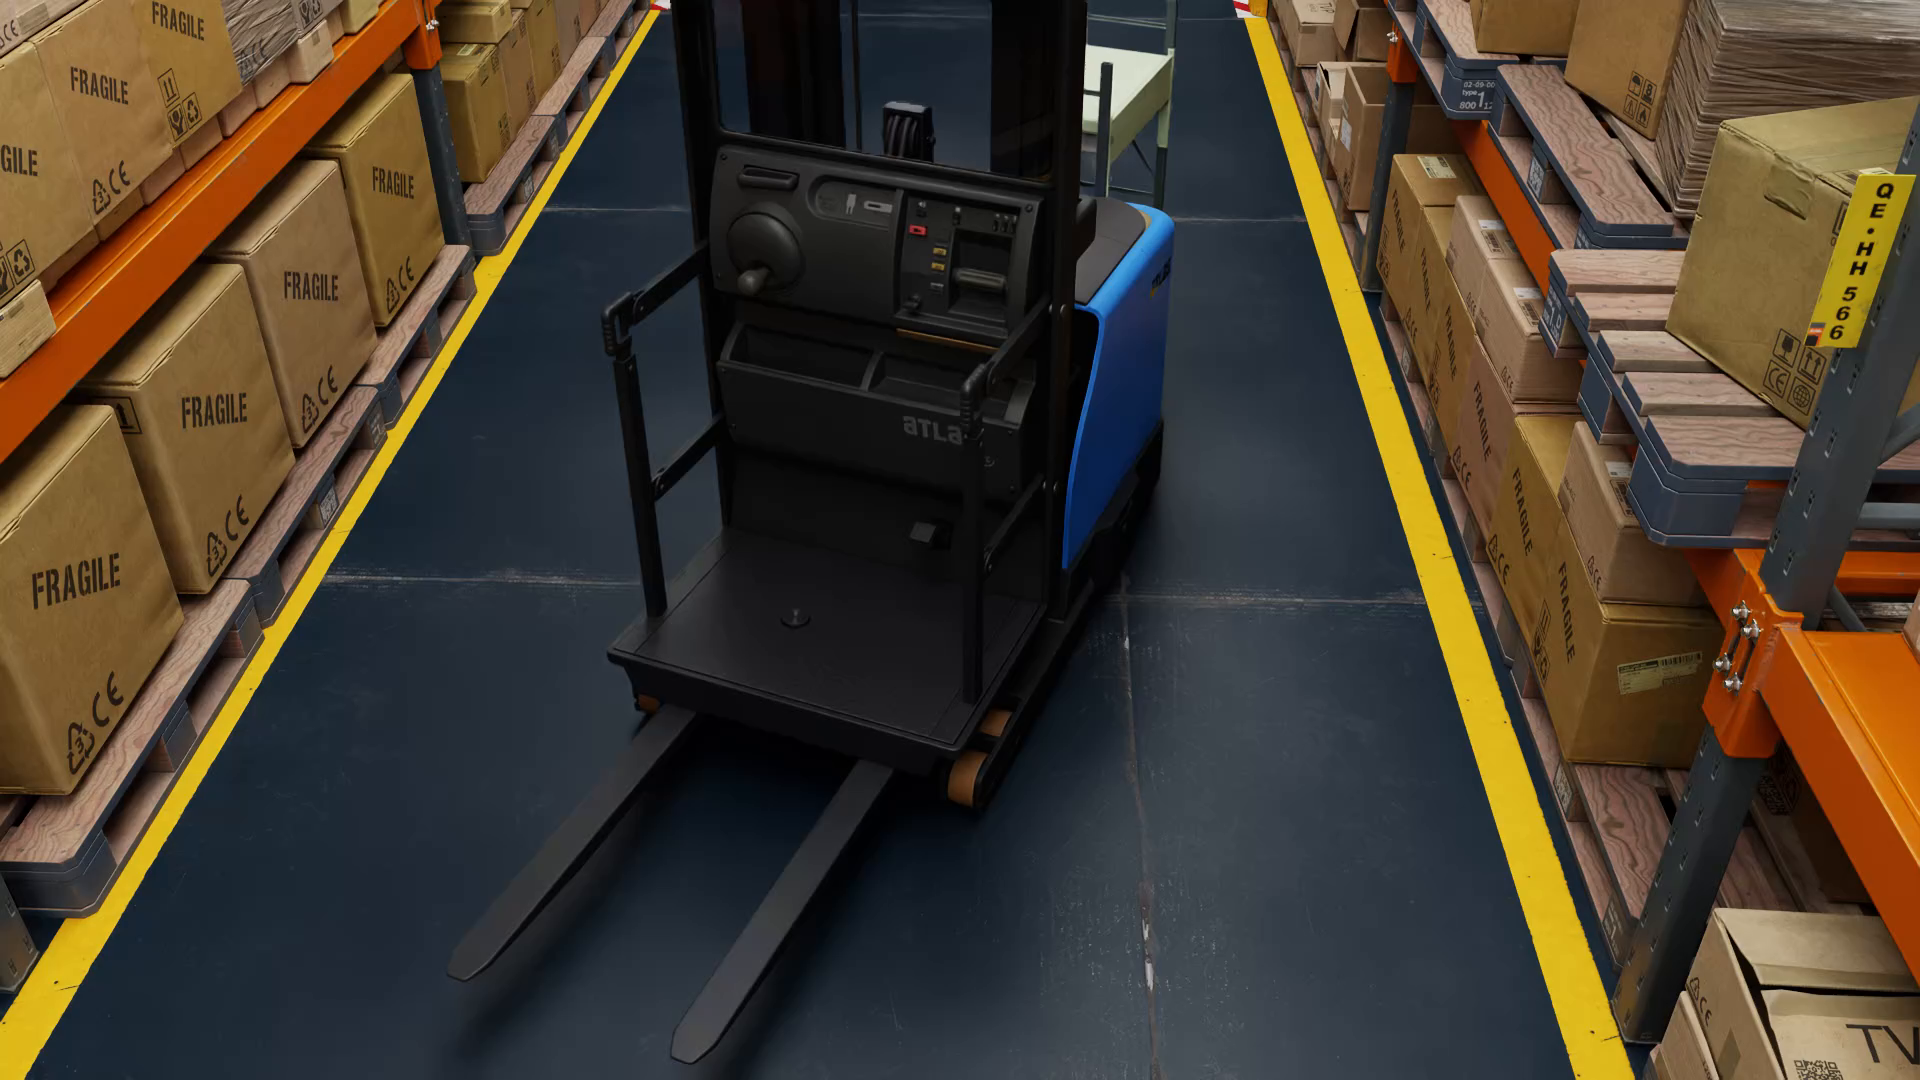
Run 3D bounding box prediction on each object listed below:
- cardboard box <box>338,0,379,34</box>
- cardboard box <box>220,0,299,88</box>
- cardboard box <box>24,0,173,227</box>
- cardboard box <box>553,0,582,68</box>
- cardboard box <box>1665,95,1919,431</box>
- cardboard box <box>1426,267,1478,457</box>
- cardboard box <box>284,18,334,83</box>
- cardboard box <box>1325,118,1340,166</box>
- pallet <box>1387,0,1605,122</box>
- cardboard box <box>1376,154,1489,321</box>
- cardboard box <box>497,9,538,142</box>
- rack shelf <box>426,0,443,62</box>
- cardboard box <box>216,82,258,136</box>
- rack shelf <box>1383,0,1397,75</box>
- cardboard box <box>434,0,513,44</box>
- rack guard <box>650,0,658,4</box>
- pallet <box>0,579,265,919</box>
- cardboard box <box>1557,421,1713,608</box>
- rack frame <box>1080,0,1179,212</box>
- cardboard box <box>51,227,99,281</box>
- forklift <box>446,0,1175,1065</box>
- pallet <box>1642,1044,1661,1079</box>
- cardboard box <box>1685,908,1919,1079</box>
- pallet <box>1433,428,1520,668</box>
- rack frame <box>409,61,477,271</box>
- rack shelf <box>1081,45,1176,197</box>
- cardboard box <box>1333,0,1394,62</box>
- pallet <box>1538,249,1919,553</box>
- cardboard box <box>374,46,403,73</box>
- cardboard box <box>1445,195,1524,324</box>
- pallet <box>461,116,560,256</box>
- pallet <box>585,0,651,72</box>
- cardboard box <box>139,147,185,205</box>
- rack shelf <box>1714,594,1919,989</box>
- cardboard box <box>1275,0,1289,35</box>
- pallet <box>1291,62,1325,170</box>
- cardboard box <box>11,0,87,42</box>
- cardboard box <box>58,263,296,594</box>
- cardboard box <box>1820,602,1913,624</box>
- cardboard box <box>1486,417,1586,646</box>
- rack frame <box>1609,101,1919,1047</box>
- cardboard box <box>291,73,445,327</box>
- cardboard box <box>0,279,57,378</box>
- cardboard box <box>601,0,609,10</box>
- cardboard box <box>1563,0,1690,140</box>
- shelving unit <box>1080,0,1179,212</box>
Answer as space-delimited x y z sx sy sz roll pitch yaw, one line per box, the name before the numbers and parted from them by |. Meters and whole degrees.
cardboard box | -2.403 -2.000 6.189 0.380 0.149 0.250 2 35 3
cardboard box | -2.491 -1.759 5.282 0.500 0.500 0.500 1 35 2
cardboard box | -2.519 -1.173 4.447 0.500 0.500 0.500 1 35 2
cardboard box | -2.492 -2.908 9.087 0.700 0.500 0.500 0 35 0
cardboard box | 2.016 -0.608 3.554 0.700 0.500 0.500 -10 36 -14
cardboard box | 1.964 -0.620 5.815 0.500 0.500 0.500 2 35 2
cardboard box | -2.410 -1.700 5.761 0.380 0.149 0.250 1 35 2
cardboard box | 1.959 -1.893 7.932 0.380 0.149 0.250 1 35 2
pallet | 2.123 -1.794 5.861 1.003 0.211 1.213 1 35 2
cardboard box | 2.002 -1.214 6.660 0.500 0.500 0.500 0 35 0
cardboard box | -2.529 -2.306 8.232 0.700 0.500 0.500 1 35 1
rack shelf | -2.605 -3.296 8.457 1.077 0.370 4.000 1 35 2
cardboard box | -2.511 -1.417 5.359 0.380 0.149 0.250 0 35 1
rack shelf | 2.345 -3.184 8.297 1.077 0.370 4.000 1 35 2
cardboard box | -2.357 -2.476 7.909 0.380 0.149 0.250 2 35 3
rack guard | -2.524 -3.731 10.623 1.175 0.500 0.348 1 35 2
pallet | -2.739 0.546 4.789 1.003 0.211 1.213 1 35 2
cardboard box | 1.905 -0.070 4.380 0.500 0.250 0.500 3 35 4
rack frame | 0.583 -1.337 6.349 0.400 1.500 0.023 14 37 18
cardboard box | -2.599 -0.824 4.515 0.380 0.149 0.250 2 35 3
forklift | -0.321 -0.726 4.234 1.130 2.935 3.031 14 37 18
pallet | 2.032 1.582 3.315 1.003 0.211 1.213 1 35 2
cardboard box | 1.789 0.987 3.275 0.500 0.311 0.500 2 35 3
pallet | 2.223 -0.017 5.591 1.003 0.211 1.213 1 35 2
rack frame | -2.685 -2.441 6.615 1.000 3.000 0.127 1 35 2
rack shelf | 0.442 -1.462 5.848 0.431 0.370 0.720 14 37 18
cardboard box | 2.335 -2.567 8.583 0.797 0.503 0.637 1 35 2
pallet | 2.061 -0.344 3.797 1.213 0.211 1.003 1 35 2
cardboard box | -2.757 -2.204 7.523 0.380 0.149 0.250 1 35 2
cardboard box | 1.961 -0.946 5.627 0.500 0.250 0.500 1 35 2
pallet | -2.577 -1.736 8.036 1.003 0.211 1.213 1 35 2
pallet | -2.479 -3.137 10.031 1.003 0.211 1.213 1 35 2
cardboard box | -2.551 -1.114 4.927 0.380 0.149 0.250 2 35 2
rack shelf | 2.023 1.412 1.757 1.077 0.370 4.000 1 35 2
cardboard box | 2.100 -3.089 9.546 0.500 0.250 0.500 1 35 2
pallet | 2.339 -2.285 8.819 1.003 0.211 1.213 1 35 2
cardboard box | -2.533 -1.472 4.220 0.500 0.250 0.500 2 35 2
cardboard box | -2.644 -0.358 5.155 0.750 0.750 0.750 1 35 2
cardboard box | 2.423 0.256 4.569 0.500 0.500 0.500 0 35 0
cardboard box | 1.928 -0.028 4.973 0.500 0.500 0.500 0 35 0
rack frame | 2.104 -0.031 3.185 1.000 3.000 0.127 1 35 2
cardboard box | -2.582 -1.357 6.577 0.750 0.750 0.750 2 35 2
cardboard box | -2.487 -0.528 4.093 0.380 0.149 0.250 2 35 3
cardboard box | -2.453 -3.484 9.908 0.700 0.500 0.500 1 35 2
cardboard box | 2.255 -1.525 4.860 0.700 0.500 0.500 -7 36 -10
shelving unit | 0.442 -1.143 6.072 0.431 1.500 0.755 14 37 18
